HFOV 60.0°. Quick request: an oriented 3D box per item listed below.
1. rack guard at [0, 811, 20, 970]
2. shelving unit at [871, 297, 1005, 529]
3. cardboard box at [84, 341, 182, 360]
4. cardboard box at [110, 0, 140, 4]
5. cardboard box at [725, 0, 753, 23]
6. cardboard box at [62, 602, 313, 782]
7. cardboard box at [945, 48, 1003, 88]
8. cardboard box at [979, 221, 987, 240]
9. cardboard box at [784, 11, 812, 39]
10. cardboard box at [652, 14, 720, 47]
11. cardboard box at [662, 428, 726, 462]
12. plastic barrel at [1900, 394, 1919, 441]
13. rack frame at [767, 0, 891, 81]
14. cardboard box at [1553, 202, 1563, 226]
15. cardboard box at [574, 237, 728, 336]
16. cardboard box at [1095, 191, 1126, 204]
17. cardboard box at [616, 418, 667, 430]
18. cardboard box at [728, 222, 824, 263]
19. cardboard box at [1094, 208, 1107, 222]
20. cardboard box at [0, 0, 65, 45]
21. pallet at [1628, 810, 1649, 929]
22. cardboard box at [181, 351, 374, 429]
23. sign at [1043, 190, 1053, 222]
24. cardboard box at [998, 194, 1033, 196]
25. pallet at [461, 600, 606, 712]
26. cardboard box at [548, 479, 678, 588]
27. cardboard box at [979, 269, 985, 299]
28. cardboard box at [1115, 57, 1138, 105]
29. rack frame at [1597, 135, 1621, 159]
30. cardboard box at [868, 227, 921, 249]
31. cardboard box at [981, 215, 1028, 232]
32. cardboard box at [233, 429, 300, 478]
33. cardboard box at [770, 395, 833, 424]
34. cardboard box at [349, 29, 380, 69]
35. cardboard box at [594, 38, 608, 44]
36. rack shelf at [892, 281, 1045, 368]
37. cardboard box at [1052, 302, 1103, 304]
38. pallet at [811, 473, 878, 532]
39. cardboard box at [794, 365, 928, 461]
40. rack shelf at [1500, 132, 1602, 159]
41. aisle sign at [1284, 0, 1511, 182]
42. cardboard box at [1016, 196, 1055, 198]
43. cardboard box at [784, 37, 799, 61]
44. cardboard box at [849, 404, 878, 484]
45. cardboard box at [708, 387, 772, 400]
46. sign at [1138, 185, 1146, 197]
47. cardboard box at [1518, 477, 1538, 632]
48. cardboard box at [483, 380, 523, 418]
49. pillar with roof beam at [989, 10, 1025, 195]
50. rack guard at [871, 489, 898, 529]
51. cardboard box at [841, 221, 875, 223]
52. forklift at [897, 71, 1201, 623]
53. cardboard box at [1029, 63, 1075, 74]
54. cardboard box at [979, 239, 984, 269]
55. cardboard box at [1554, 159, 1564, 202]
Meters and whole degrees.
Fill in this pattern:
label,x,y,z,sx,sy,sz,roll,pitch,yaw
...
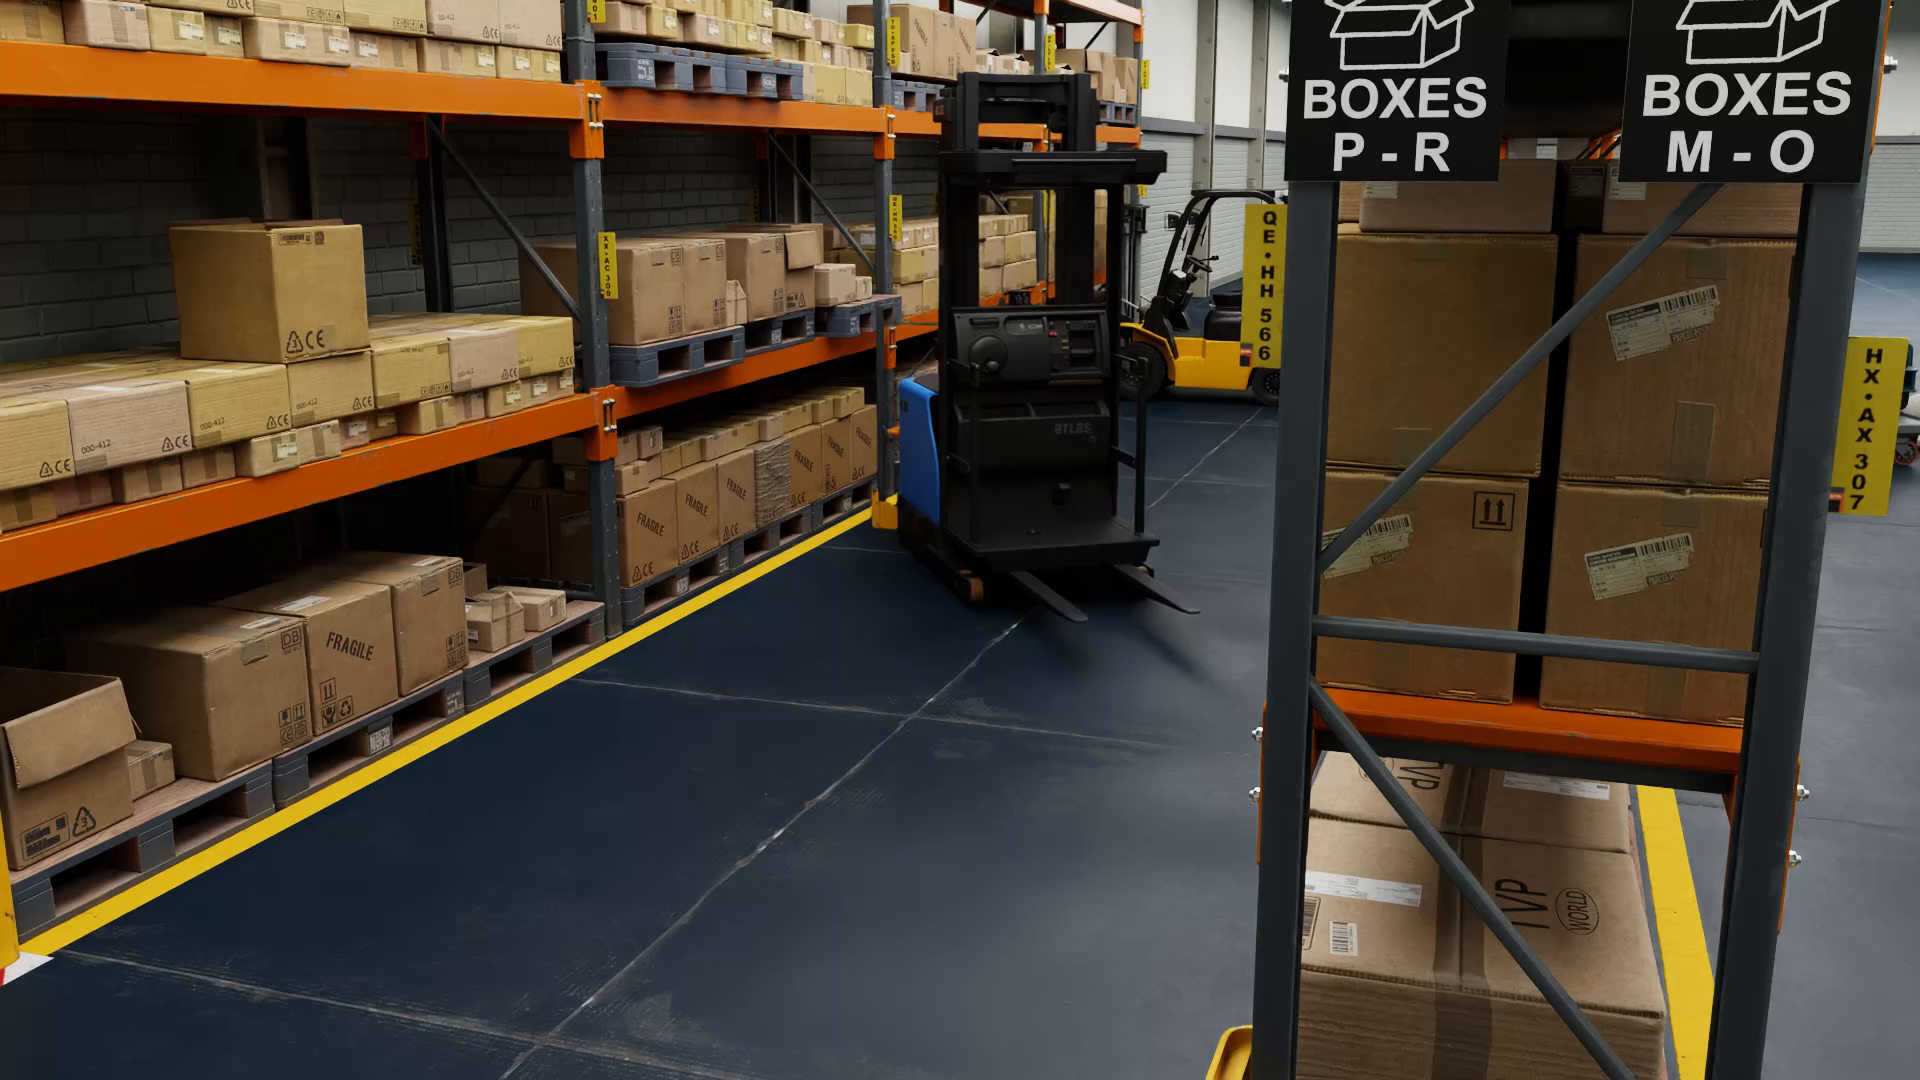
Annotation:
label,x,y,z,sx,sy,sz,roll,pitch,yaw
rack guard,-3.546,1.059,5.223,1.175,0.500,0.348,4,14,18
shelving unit,-0.124,-0.905,11.582,0.587,1.500,1.083,6,14,23
cardboard box,-3.171,-0.654,6.779,0.500,0.250,0.500,4,14,18
cardboard box,-3.024,-1.860,5.323,0.500,0.250,0.500,5,14,19
cardboard box,-1.413,-3.031,9.515,0.380,0.149,0.250,4,14,19
cardboard box,-2.970,0.572,6.416,0.700,0.500,0.500,5,14,21
cardboard box,0.060,-4.011,14.110,0.500,0.311,0.500,4,13,16
cardboard box,0.013,-2.614,14.019,0.380,0.149,0.250,4,13,17
cardboard box,-1.154,-3.243,10.486,0.380,0.149,0.250,4,13,17
cardboard box,-1.535,-2.773,9.050,0.380,0.149,0.250,5,14,19
cardboard box,-1.628,-0.571,9.967,0.380,0.149,0.250,4,14,18
plastic barrel,8.642,-1.071,14.731,0.421,0.421,0.512,-8,15,-30
rack frame,-0.983,-4.752,11.587,1.000,3.000,0.127,4,14,18
cardboard box,2.358,-0.940,5.892,0.500,0.500,0.500,4,13,18
cardboard box,-1.741,-1.434,9.360,0.700,0.500,0.500,5,14,19
cardboard box,1.689,-3.931,19.121,0.380,0.149,0.250,4,14,19
cardboard box,-2.052,-0.662,10.361,0.380,0.149,0.250,5,14,19
cardboard box,-1.297,-1.984,11.771,0.500,0.500,0.500,5,14,21
cardboard box,1.367,-3.512,17.952,0.380,0.149,0.250,4,14,19
cardboard box,-3.089,-1.643,5.271,0.380,0.149,0.250,4,14,19
pallet,1.708,1.143,5.506,1.003,0.211,1.213,4,14,18
cardboard box,-2.700,-0.614,6.604,0.500,0.250,0.500,4,13,17
sign,0.828,-3.159,15.662,0.100,0.325,0.005,4,14,18
cardboard box,0.574,-3.536,17.389,0.380,0.149,0.250,4,14,18
pallet,-2.500,0.519,8.241,1.003,0.211,1.213,4,14,18
cardboard box,-1.907,-0.057,9.171,0.500,0.500,0.500,5,14,21
cardboard box,-0.111,-2.154,14.021,0.500,0.250,0.500,5,14,20
cardboard box,1.693,-5.166,18.746,0.500,0.500,0.500,5,14,20
rack frame,3.715,-1.471,10.692,1.000,3.000,0.127,4,14,18
cardboard box,-0.516,-2.295,12.619,0.380,0.149,0.250,5,14,20
cardboard box,0.411,-2.947,15.476,0.380,0.149,0.250,5,14,20
cardboard box,-2.741,-0.338,6.292,0.380,0.149,0.250,4,13,17
cardboard box,-1.089,-0.896,11.387,0.380,0.149,0.250,4,13,17
cardboard box,-2.565,-1.962,6.667,0.380,0.149,0.250,4,14,19
cardboard box,-2.111,-2.758,8.986,0.380,0.149,0.250,4,13,17
rack shelf,-0.335,-1.898,14.179,1.077,0.370,4.000,4,14,18
cardboard box,1.267,-2.423,17.852,0.500,0.250,0.500,4,13,17
pallet,-1.260,-0.314,11.888,1.003,0.211,1.213,4,14,18
cardboard box,-0.768,-1.005,13.043,0.875,0.625,0.625,5,14,20
rack shelf,5.657,-3.846,15.973,1.077,0.370,4.000,4,14,18
aisle sign,0.810,-1.061,3.054,0.394,0.787,0.004,4,14,18
cardboard box,0.769,-3.341,16.536,0.380,0.149,0.250,4,13,17
cardboard box,-1.248,-3.108,10.565,0.380,0.149,0.250,4,14,19
cardboard box,-0.916,-0.709,12.028,0.500,0.500,0.500,5,14,20
cardboard box,-1.558,-0.989,11.794,0.380,0.149,0.250,5,14,20
sign,2.115,-4.150,19.295,0.100,0.325,0.005,4,14,18
cardboard box,1.209,-0.061,4.288,0.500,0.500,0.500,4,13,17
cardboard box,-2.266,-0.665,7.724,0.380,0.149,0.250,5,14,20
pillar with roof beam,4.601,-6.045,17.251,9.100,9.000,0.400,4,14,18
rack guard,-0.325,-0.194,11.277,0.587,0.250,0.087,6,14,23
cardboard box,-0.775,-2.554,13.753,0.380,0.149,0.250,4,13,17
forklift,0.482,-1.152,9.449,1.130,2.935,3.031,-4,13,-15
cardboard box,0.811,-4.500,16.253,0.500,0.311,0.500,5,14,20
cardboard box,-0.117,-2.398,13.965,0.500,0.250,0.500,5,14,19
cardboard box,2.345,-1.294,5.987,0.380,0.149,0.250,4,14,18
